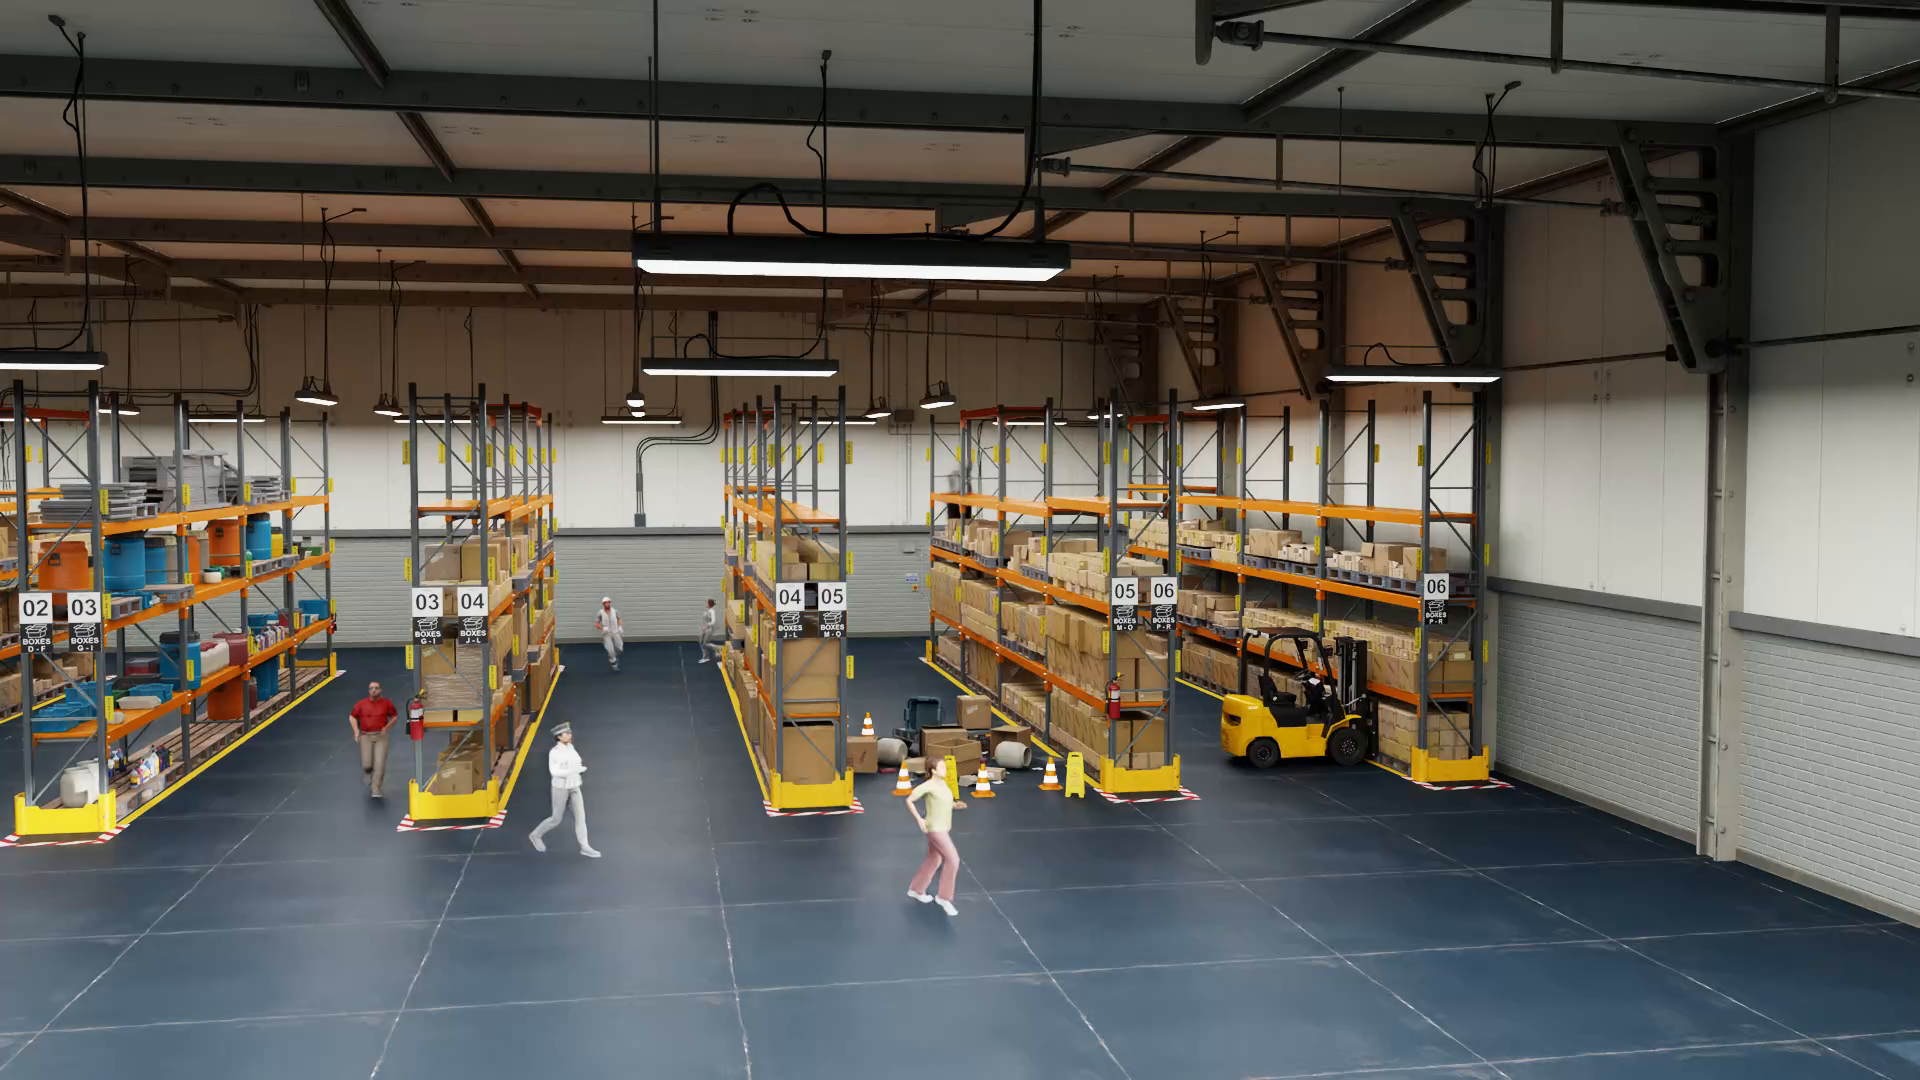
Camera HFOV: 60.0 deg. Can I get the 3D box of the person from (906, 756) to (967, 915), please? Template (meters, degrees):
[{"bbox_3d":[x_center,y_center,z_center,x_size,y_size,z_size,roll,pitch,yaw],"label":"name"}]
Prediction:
[{"bbox_3d":[-0.263,3.237,18.312,0.730,1.725,0.545,1,3,22],"label":"person"}]

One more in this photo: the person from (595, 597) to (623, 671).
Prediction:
[{"bbox_3d":[-8.145,2.188,38.617,0.666,1.718,0.559,-1,3,-23],"label":"person"}]

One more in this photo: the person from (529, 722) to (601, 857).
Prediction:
[{"bbox_3d":[-4.906,3.086,20.658,0.940,1.672,0.620,1,3,22],"label":"person"}]

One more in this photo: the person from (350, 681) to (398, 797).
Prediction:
[{"bbox_3d":[-8.626,2.918,24.500,0.679,1.678,0.619,-1,3,-22],"label":"person"}]

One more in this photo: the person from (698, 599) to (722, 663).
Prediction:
[{"bbox_3d":[-6.038,2.198,40.307,0.568,1.565,0.590,-1,3,-26],"label":"person"}]
